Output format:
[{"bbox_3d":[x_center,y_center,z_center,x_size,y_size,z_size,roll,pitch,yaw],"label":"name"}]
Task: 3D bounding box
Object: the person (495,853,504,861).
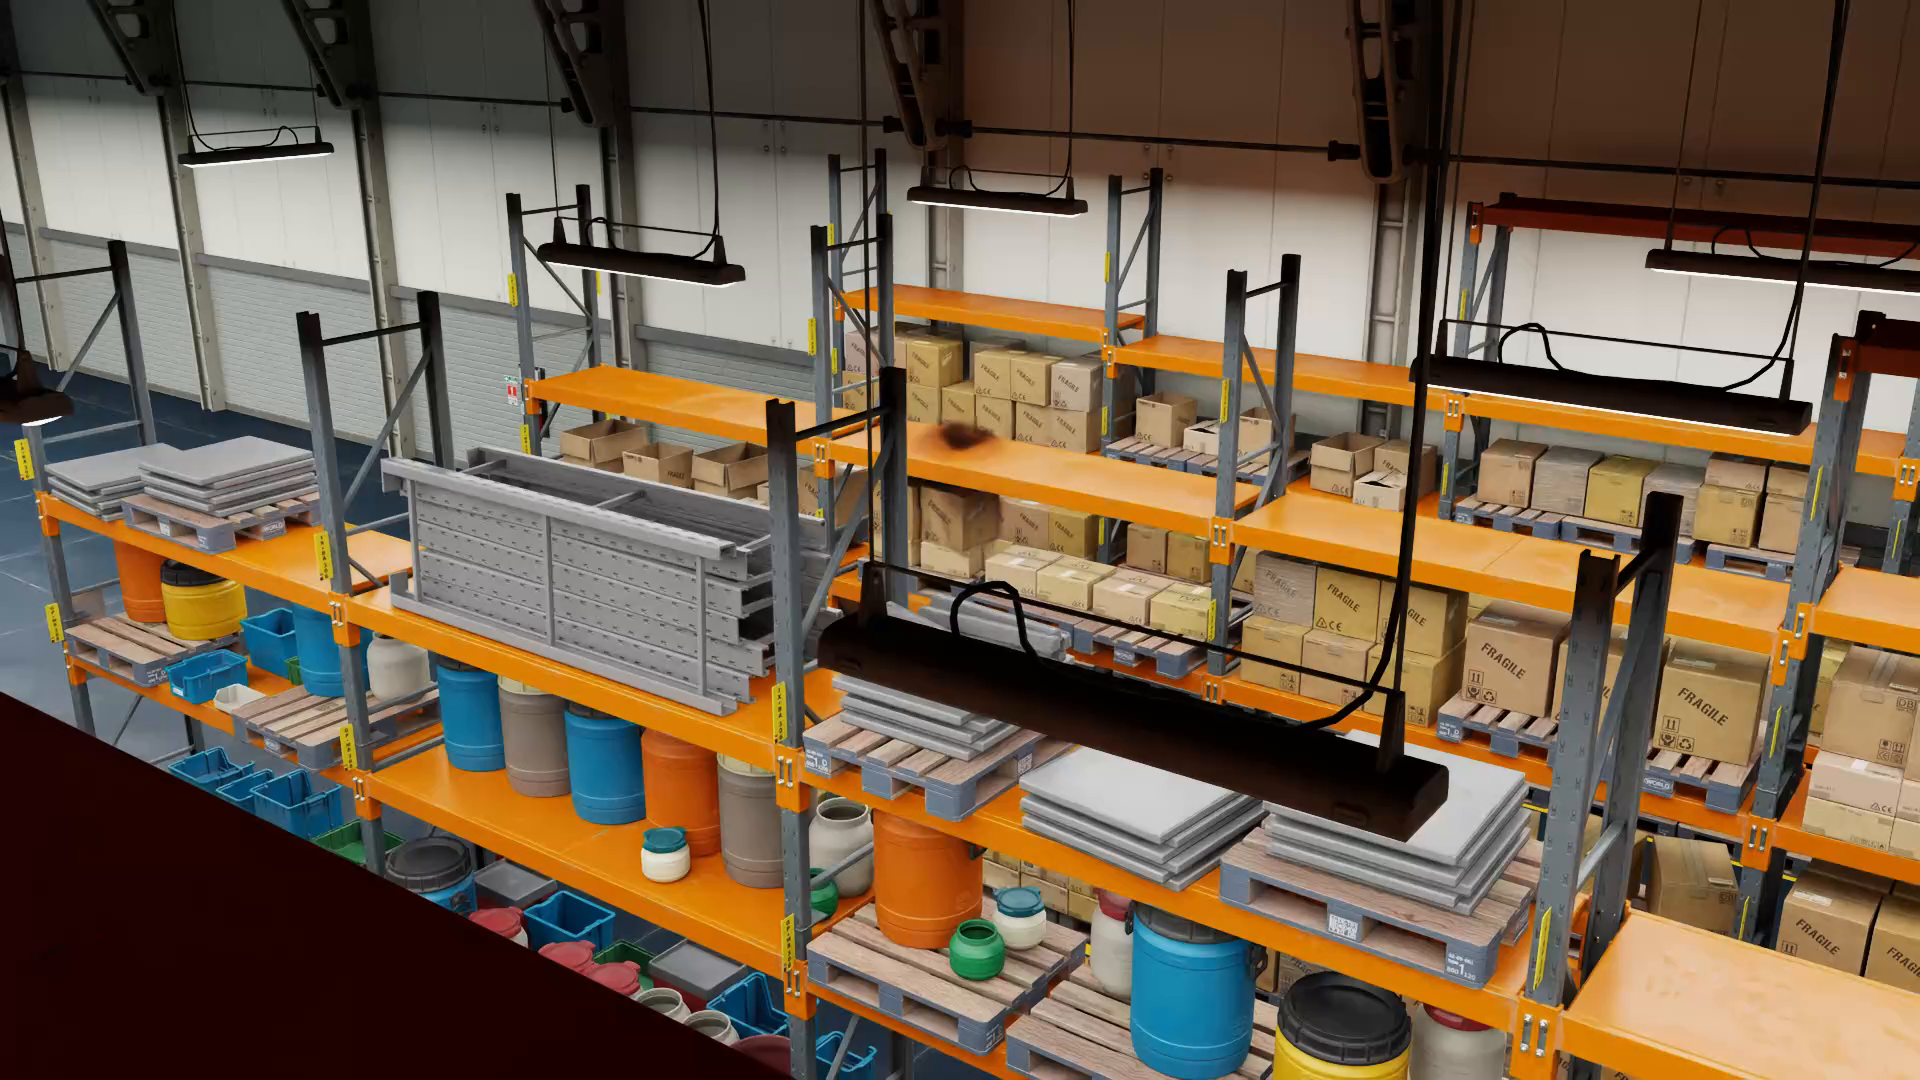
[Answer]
[{"bbox_3d":[0.052,1.680,16.853,7.179,1.515,6.687,7,20,19],"label":"person"}]
